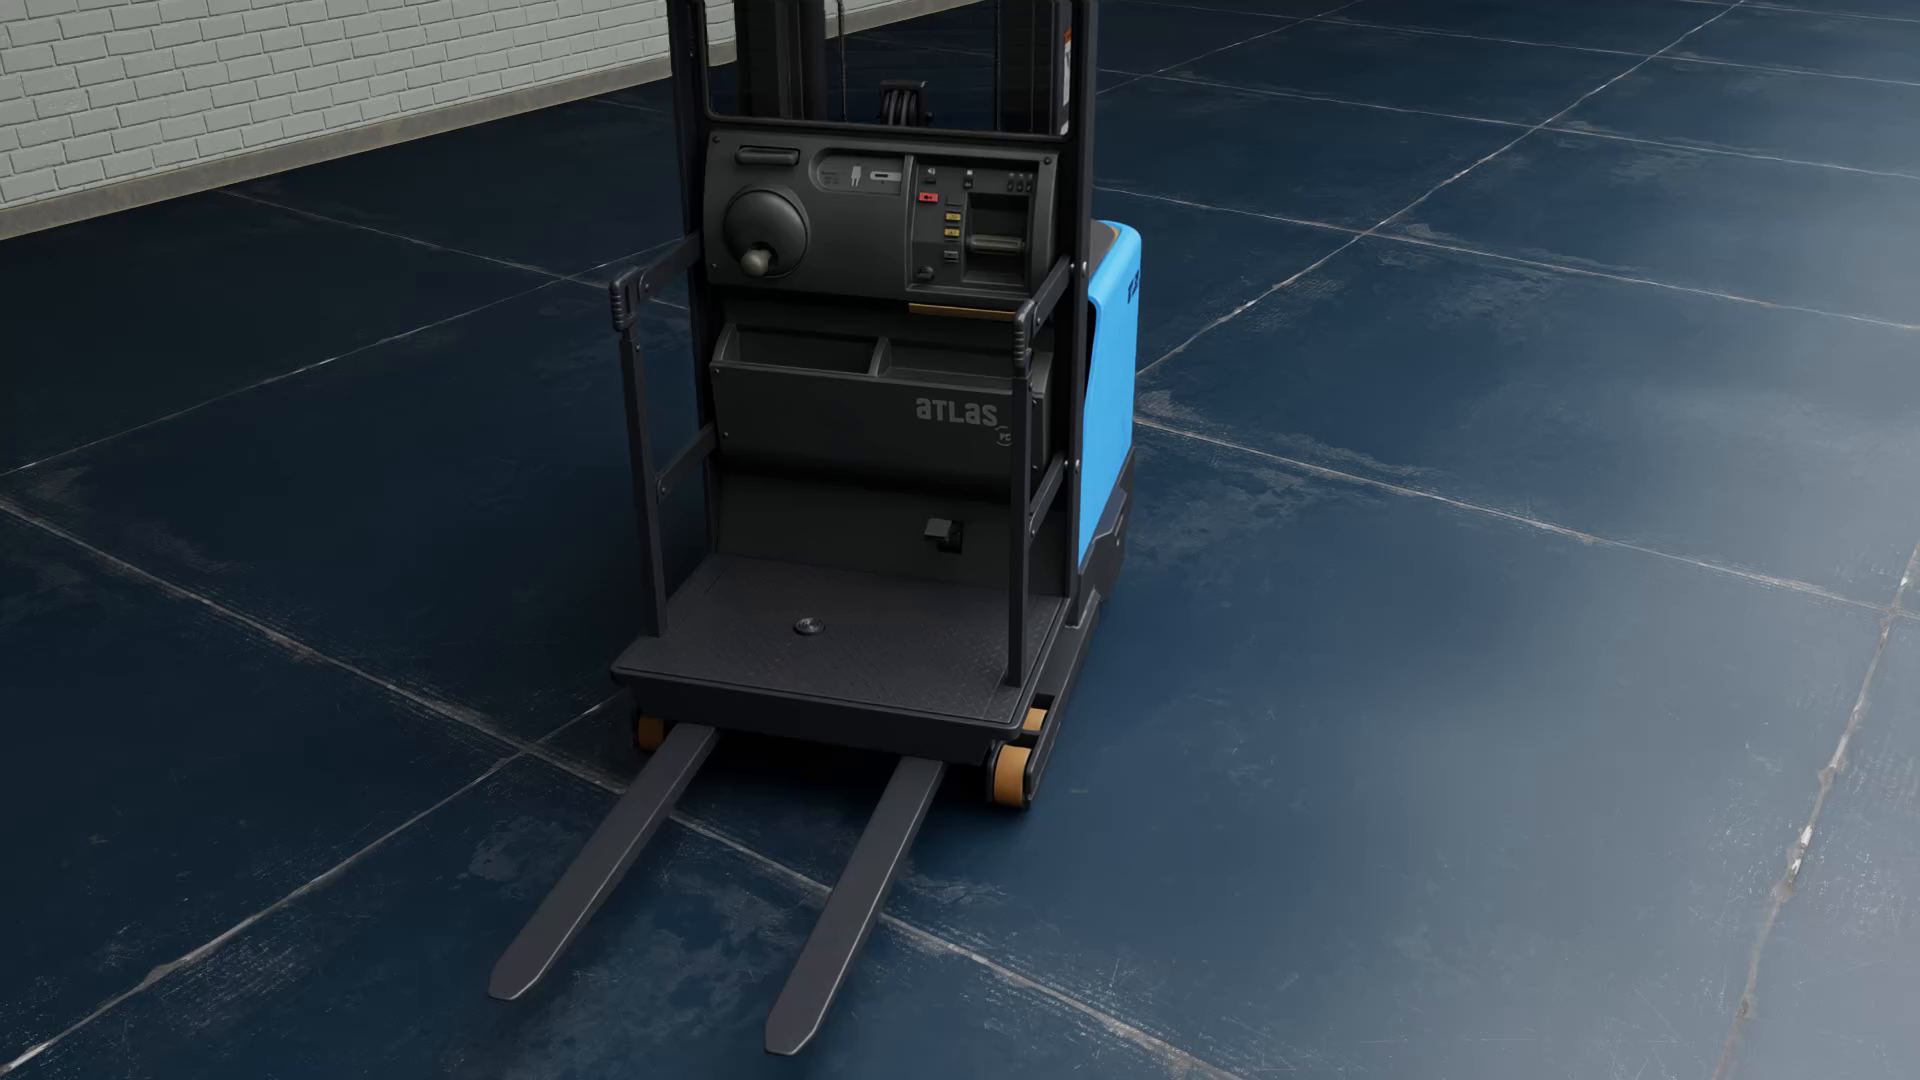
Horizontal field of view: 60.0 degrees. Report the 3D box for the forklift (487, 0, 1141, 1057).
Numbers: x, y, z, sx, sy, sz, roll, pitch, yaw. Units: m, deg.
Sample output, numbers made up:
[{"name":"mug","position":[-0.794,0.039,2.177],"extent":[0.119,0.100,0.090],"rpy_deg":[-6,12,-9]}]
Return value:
[{"name":"forklift","position":[-0.266,-0.796,4.083],"extent":[1.130,2.935,3.031],"rpy_deg":[7,28,13]}]
